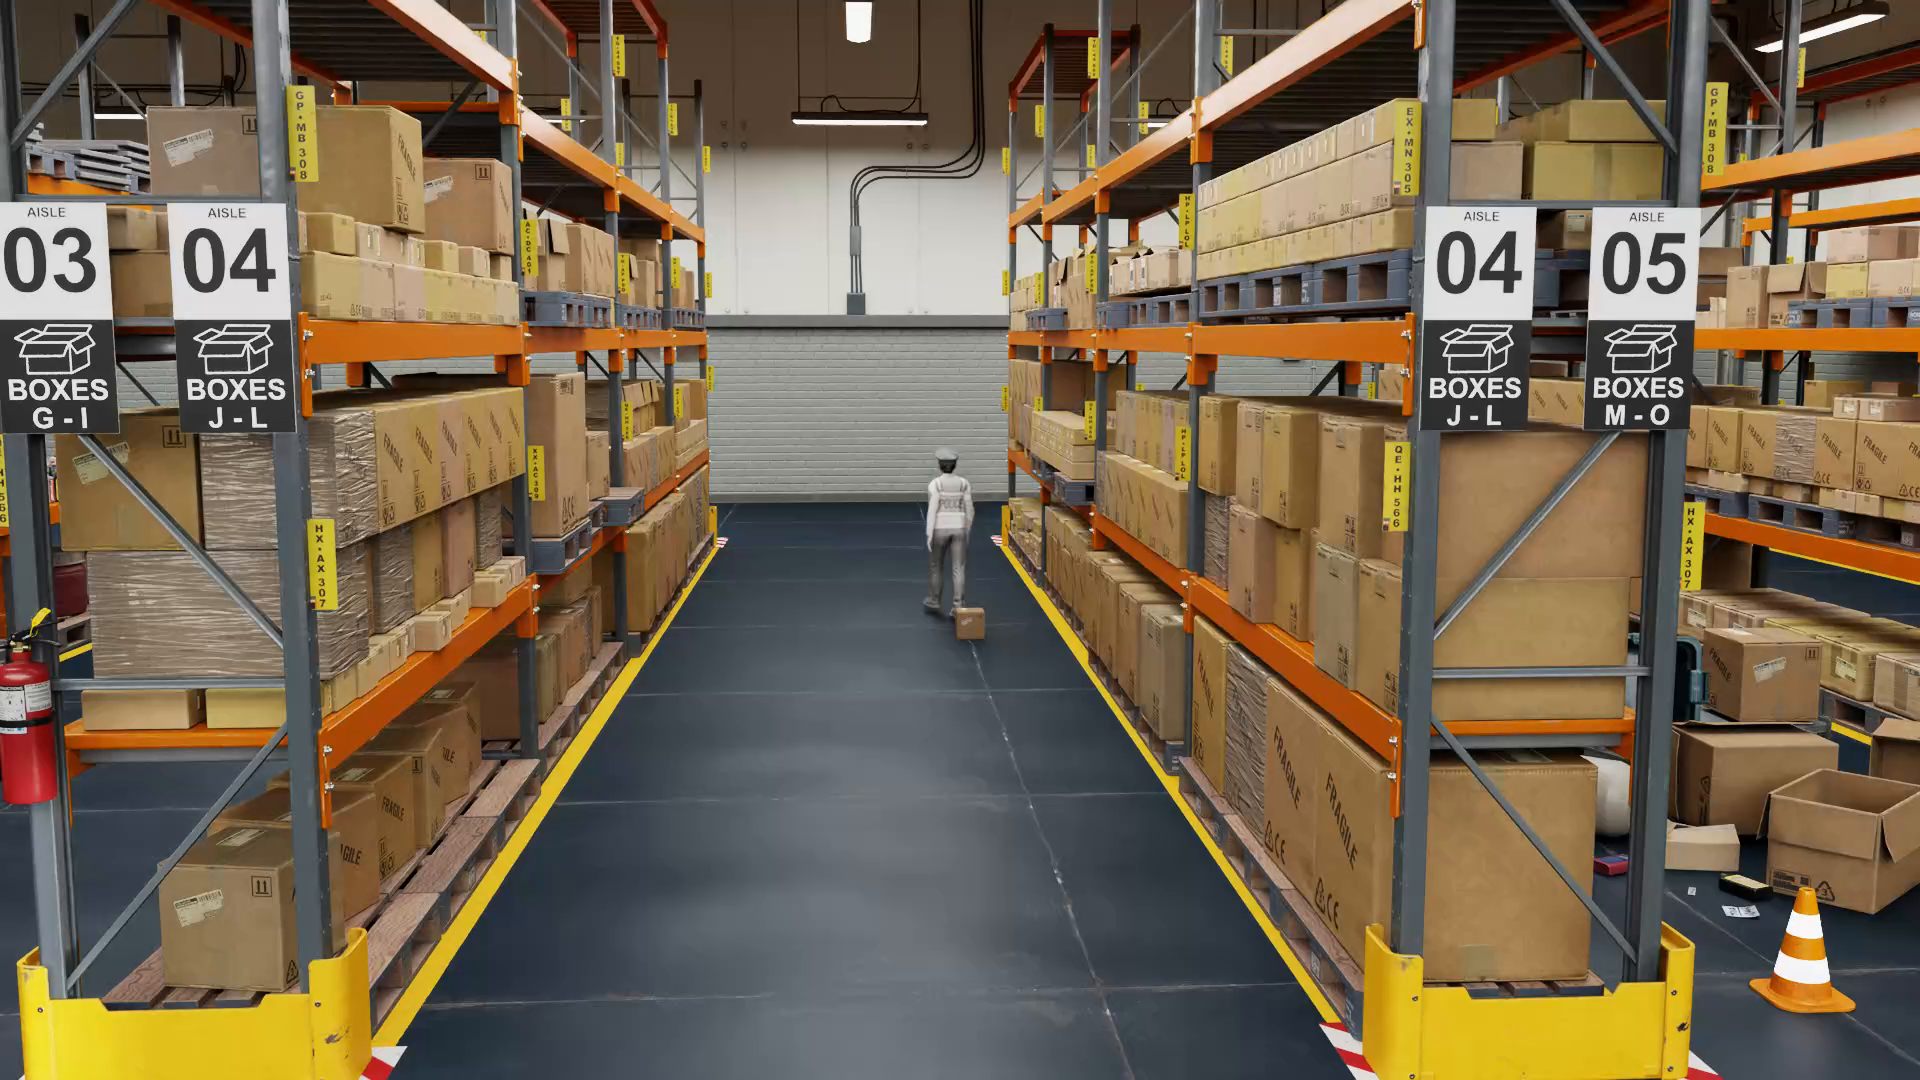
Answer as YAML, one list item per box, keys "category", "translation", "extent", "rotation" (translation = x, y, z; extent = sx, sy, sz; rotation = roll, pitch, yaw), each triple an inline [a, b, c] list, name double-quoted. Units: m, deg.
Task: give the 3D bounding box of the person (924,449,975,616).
- category: "person"
  translation: [-0.106, -0.089, 16.372]
  extent: [0.515, 1.610, 1.013]
  rotation: [-1, 7, -11]
